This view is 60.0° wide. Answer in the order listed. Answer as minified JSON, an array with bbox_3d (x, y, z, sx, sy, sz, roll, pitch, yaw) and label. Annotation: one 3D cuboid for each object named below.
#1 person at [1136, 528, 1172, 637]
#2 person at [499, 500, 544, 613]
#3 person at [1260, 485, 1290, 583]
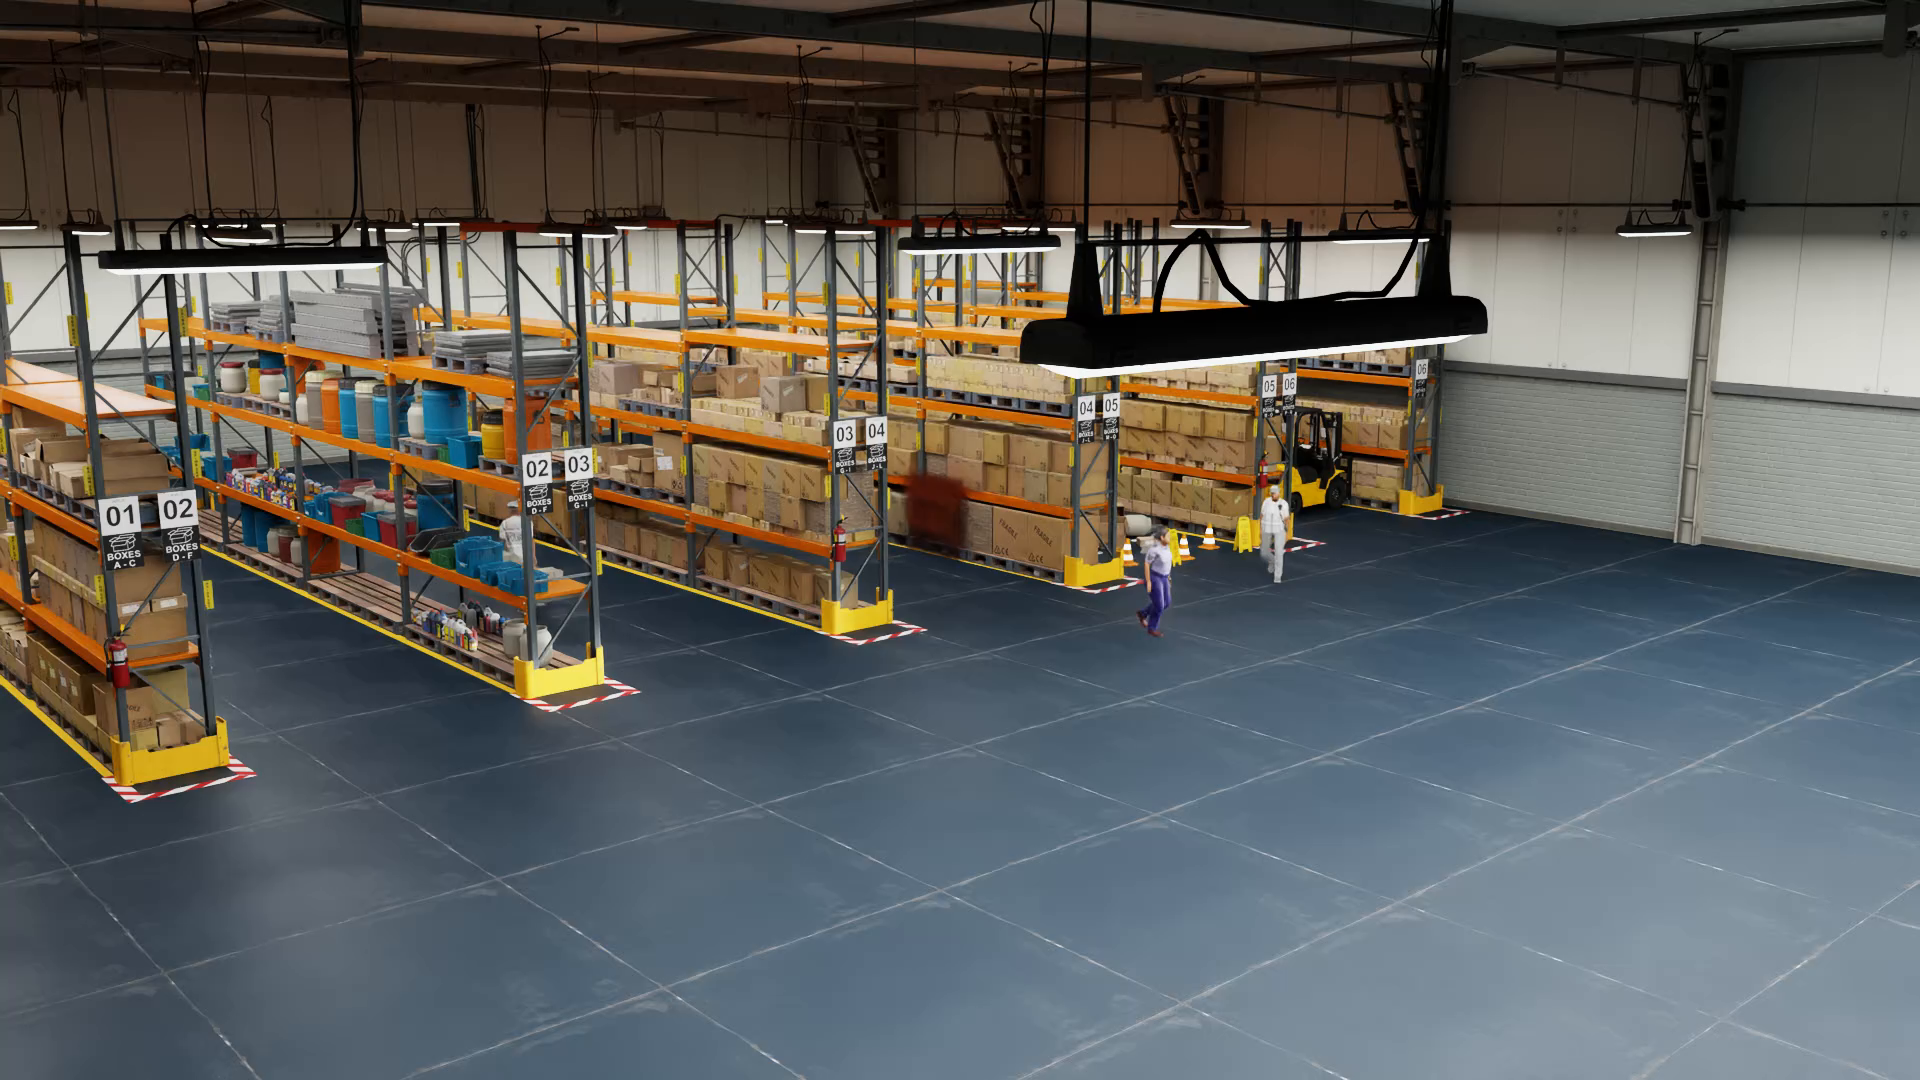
[{"bbox_3d":[2.864,0.605,24.833,0.575,1.629,0.538,7,13,32],"label":"person"},{"bbox_3d":[-6.890,0.270,26.094,0.598,1.740,0.556,-5,13,-25],"label":"person"},{"bbox_3d":[5.376,-0.146,28.401,0.500,1.629,0.841,4,12,21],"label":"person"}]
